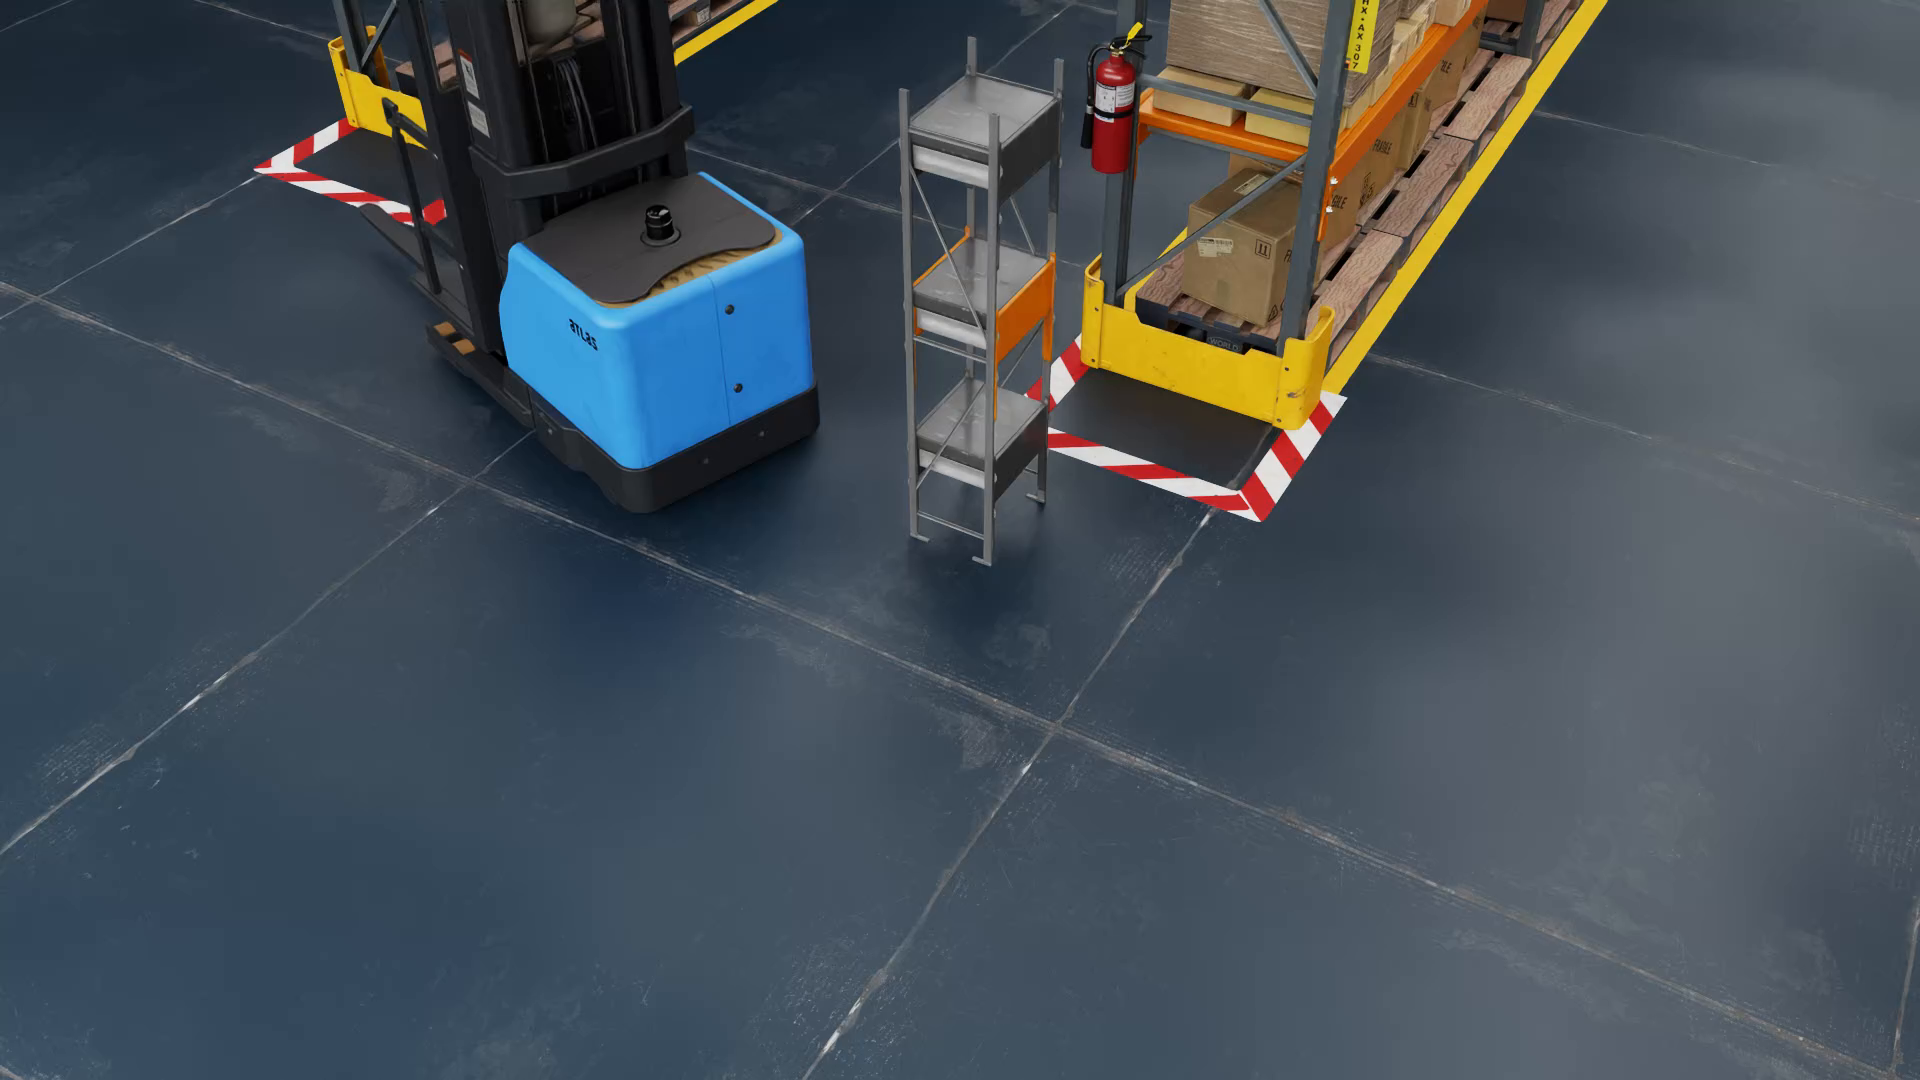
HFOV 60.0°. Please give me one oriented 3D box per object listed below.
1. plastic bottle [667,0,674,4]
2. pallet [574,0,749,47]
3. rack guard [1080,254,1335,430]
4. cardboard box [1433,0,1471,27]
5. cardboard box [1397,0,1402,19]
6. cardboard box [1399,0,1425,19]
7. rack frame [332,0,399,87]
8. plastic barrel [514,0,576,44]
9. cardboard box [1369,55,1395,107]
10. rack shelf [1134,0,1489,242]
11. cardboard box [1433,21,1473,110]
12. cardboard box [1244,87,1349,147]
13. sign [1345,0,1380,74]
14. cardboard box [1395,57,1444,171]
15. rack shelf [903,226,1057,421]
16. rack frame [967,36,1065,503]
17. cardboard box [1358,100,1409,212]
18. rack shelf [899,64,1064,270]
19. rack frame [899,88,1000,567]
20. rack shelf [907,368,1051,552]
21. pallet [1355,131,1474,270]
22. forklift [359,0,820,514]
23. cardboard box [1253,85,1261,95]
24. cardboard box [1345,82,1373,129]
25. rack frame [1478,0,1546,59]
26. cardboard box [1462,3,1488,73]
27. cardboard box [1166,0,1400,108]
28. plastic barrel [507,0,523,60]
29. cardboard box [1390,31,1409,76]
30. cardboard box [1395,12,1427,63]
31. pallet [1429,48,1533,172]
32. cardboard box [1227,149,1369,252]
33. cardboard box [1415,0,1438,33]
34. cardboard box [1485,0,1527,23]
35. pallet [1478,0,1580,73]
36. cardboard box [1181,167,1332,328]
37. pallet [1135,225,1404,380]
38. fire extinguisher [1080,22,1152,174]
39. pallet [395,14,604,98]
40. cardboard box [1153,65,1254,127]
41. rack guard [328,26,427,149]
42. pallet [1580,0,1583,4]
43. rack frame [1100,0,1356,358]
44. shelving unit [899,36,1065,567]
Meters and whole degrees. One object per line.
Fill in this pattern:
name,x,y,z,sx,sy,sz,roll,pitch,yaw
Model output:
plastic bottle,-1.932,-3.621,10.877,0.097,0.201,0.097,0,41,0
pallet,-2.141,-3.684,11.273,1.003,0.211,1.213,21,45,22
rack guard,1.166,-0.980,7.985,1.175,0.500,0.348,21,45,22
cardboard box,2.311,-2.691,8.226,0.380,0.149,0.250,21,45,22
cardboard box,1.573,-2.655,7.695,0.875,0.500,0.500,21,45,22
cardboard box,1.861,-2.927,8.003,0.875,0.500,0.500,21,45,22
rack frame,-3.160,-3.513,8.969,1.000,3.000,0.127,21,45,22
plastic barrel,-2.646,-3.425,10.435,0.421,0.512,0.421,0,41,0
cardboard box,1.757,-2.139,7.600,0.380,0.149,0.250,21,45,22
rack shelf,2.129,-2.749,8.646,1.077,0.370,4.000,21,45,22
cardboard box,2.615,-2.837,9.776,0.500,0.500,0.500,-30,50,-30
cardboard box,1.477,-1.865,7.288,0.380,0.149,0.250,21,45,22
sign,1.598,-2.020,6.619,0.100,0.325,0.005,21,45,22
cardboard box,2.372,-2.456,9.343,0.500,0.500,0.500,17,44,18
rack shelf,0.083,-0.872,6.673,0.431,0.518,0.480,21,45,22
rack frame,0.205,-1.022,6.822,0.400,2.100,0.015,21,45,22
cardboard box,2.054,-2.151,8.997,0.500,0.500,0.500,25,47,26
rack shelf,0.083,-1.398,6.210,0.431,0.518,0.480,21,45,22
rack frame,-0.039,-0.743,6.505,0.400,2.100,0.015,21,45,22
rack shelf,0.083,-0.347,7.135,0.431,0.518,0.480,21,45,22
pallet,2.214,-2.020,9.384,1.003,0.211,1.213,21,45,22
forklift,-1.996,-2.115,7.434,1.130,2.935,3.031,-30,49,-29
cardboard box,1.217,-2.154,7.617,0.380,0.149,0.250,21,45,22
cardboard box,1.619,-2.001,7.443,0.380,0.149,0.250,21,45,22
rack frame,3.129,-4.163,9.708,1.000,3.000,0.127,21,45,22
cardboard box,2.895,-3.167,10.151,0.500,0.500,0.500,20,45,21
cardboard box,1.427,-2.329,7.325,0.875,0.500,0.500,21,45,22
plastic barrel,-2.897,-3.138,10.109,0.421,0.512,0.421,0,41,0
cardboard box,1.864,-2.289,7.770,0.380,0.149,0.250,21,45,22
cardboard box,1.995,-2.430,7.930,0.380,0.149,0.250,21,45,22
pallet,2.824,-2.721,10.180,1.003,0.211,1.213,21,45,22
cardboard box,1.724,-1.799,8.597,0.500,0.500,0.500,-33,51,-32
cardboard box,2.097,-2.582,8.102,0.380,0.149,0.250,21,45,22
cardboard box,3.455,-3.735,10.780,0.700,0.500,0.500,18,44,19
pallet,3.518,-3.563,11.136,1.003,0.211,1.213,21,45,22
cardboard box,1.455,-1.446,8.196,0.500,0.500,0.500,30,49,29
pallet,1.603,-1.325,8.595,1.003,0.211,1.213,21,45,22
fire extinguisher,0.672,-1.932,7.233,0.296,0.674,0.183,21,45,22
pallet,-2.752,-2.988,10.484,1.003,0.211,1.213,21,45,22
cardboard box,1.092,-2.012,7.455,0.380,0.149,0.250,21,45,22
rack guard,-3.163,-2.634,9.862,1.175,0.500,0.348,21,45,22
pallet,4.127,-4.264,11.932,1.003,0.211,1.213,21,45,22
rack frame,1.128,-1.875,7.109,1.000,3.000,0.127,21,45,22
shelving unit,0.083,-0.883,6.664,0.431,2.100,0.503,21,45,22
